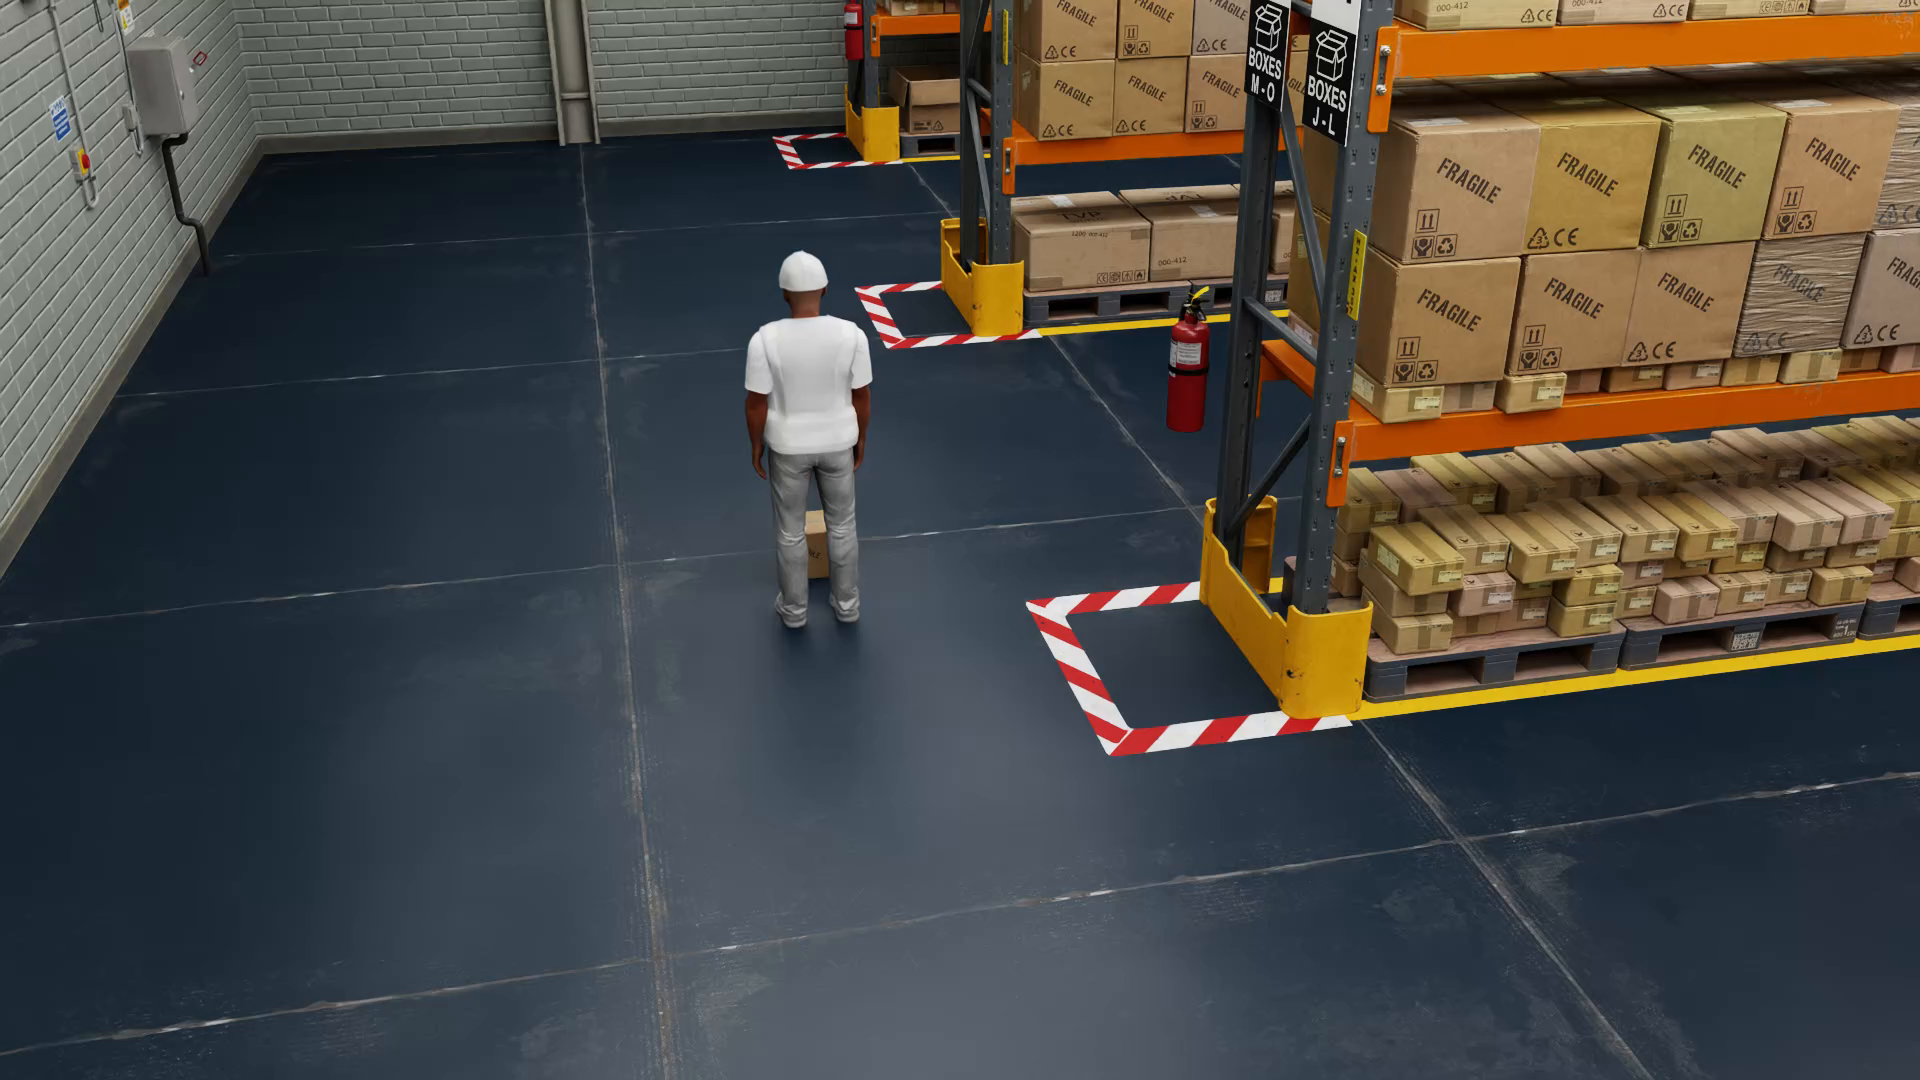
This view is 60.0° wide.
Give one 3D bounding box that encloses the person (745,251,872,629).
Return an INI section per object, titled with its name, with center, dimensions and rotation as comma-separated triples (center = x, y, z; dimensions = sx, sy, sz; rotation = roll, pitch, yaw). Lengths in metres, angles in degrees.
[person]
center = -0.674, -0.438, 7.464
dimensions = 0.562, 1.764, 0.366
rotation = -5, 27, -10
